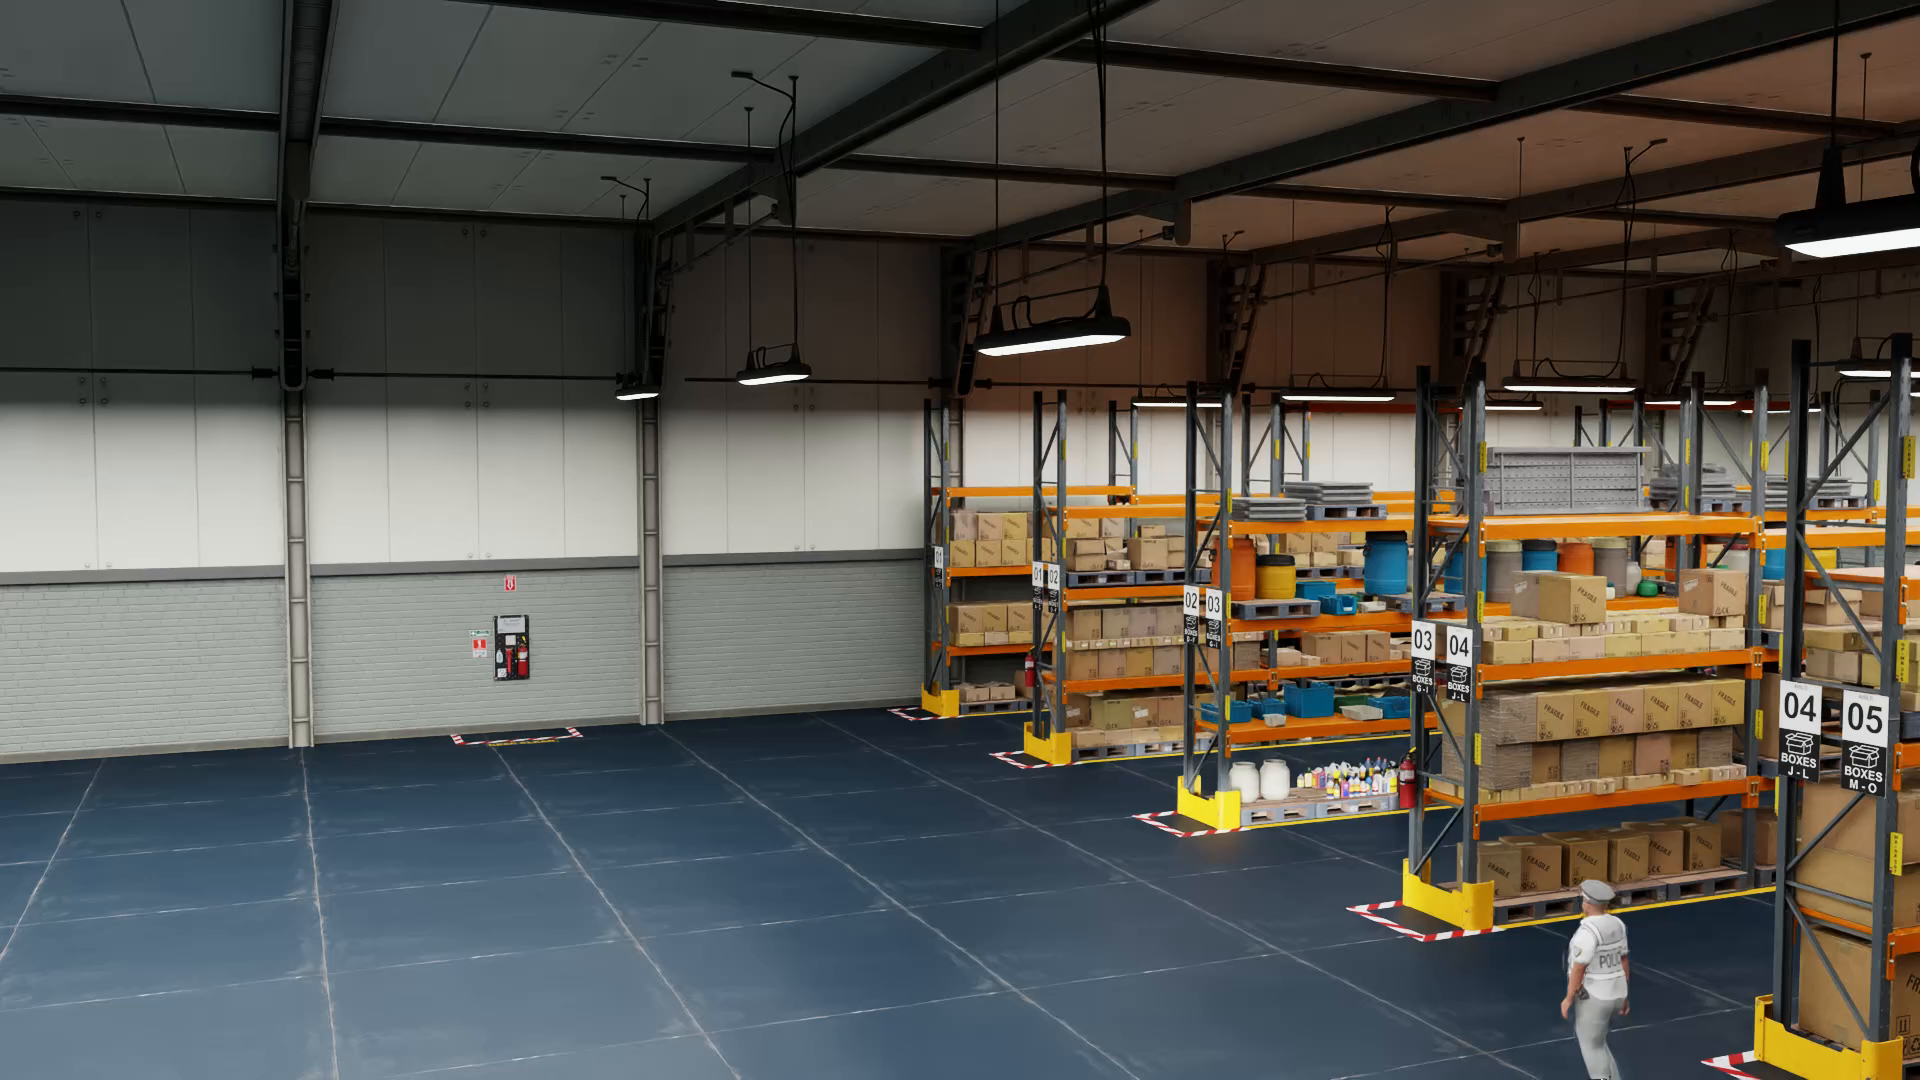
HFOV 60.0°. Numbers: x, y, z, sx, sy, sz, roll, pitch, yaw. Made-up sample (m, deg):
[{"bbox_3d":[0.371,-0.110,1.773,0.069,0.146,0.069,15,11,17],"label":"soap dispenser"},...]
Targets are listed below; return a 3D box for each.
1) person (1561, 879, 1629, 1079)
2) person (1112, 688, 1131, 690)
[{"bbox_3d":[4.901,3.529,12.851,0.538,1.814,0.457,-3,4,-41],"label":"person"},{"bbox_3d":[3.084,2.484,30.969,0.535,1.653,1.125,3,4,41],"label":"person"}]
